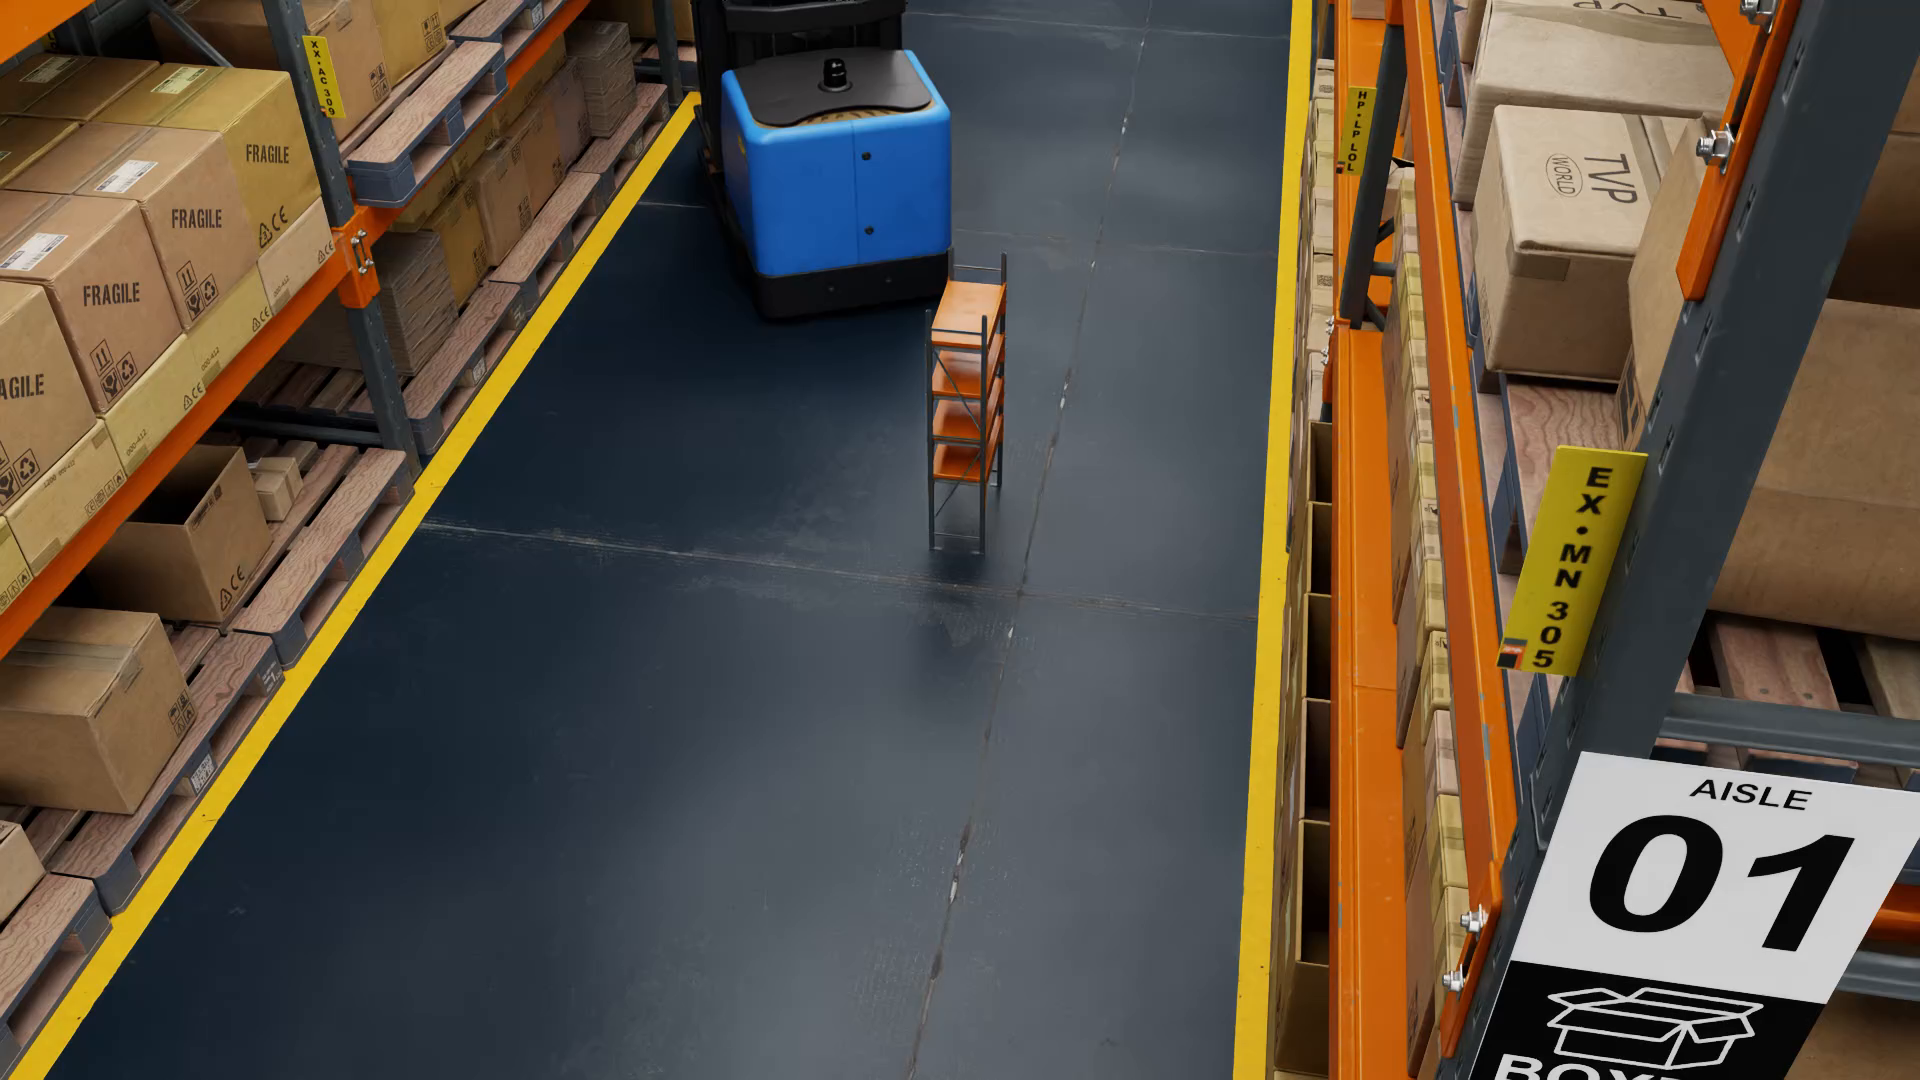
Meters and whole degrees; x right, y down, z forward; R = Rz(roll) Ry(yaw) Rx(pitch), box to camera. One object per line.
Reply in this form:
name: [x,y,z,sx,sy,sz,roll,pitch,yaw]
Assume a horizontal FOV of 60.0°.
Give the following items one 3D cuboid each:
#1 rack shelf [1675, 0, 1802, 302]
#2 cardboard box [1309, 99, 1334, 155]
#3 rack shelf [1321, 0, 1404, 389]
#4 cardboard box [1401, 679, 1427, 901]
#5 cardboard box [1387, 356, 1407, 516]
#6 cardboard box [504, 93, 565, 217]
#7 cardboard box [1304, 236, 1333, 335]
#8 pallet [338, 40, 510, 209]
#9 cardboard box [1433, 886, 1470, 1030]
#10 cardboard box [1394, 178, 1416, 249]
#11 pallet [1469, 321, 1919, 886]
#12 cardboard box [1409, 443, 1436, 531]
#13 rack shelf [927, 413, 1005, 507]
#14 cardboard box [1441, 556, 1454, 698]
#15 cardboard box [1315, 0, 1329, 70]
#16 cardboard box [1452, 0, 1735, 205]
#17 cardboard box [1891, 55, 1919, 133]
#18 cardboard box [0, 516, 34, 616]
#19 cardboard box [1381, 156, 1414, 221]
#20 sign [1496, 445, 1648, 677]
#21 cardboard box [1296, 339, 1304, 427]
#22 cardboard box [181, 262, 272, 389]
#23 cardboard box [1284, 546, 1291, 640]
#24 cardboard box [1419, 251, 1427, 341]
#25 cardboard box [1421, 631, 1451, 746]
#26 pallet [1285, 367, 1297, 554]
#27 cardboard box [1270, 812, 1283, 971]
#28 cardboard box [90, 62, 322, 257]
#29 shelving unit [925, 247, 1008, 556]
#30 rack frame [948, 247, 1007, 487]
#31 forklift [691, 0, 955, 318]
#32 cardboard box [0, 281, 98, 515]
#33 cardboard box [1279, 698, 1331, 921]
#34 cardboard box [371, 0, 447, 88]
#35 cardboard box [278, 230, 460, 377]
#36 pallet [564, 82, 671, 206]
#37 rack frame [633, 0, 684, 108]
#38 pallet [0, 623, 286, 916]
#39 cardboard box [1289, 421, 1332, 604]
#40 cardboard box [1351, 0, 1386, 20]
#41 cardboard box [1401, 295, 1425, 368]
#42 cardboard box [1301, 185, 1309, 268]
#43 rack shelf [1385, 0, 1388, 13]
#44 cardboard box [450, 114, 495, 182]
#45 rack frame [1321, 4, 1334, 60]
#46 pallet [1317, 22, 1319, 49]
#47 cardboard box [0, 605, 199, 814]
rack shelf: [1.565,-1.570,2.965,1.077,0.370,4.000,6,40,8]
cardboard box: [2.141,-2.146,8.880,0.500,0.311,0.500,5,40,7]
rack shelf: [2.257,-1.922,7.786,1.077,0.370,4.000,6,40,8]
cardboard box: [1.490,0.595,4.098,0.700,0.500,0.500,7,40,8]
cardboard box: [1.756,-0.372,5.268,0.700,0.500,0.500,6,40,7]
cardboard box: [-2.611,-2.122,9.079,0.700,0.500,0.500,6,40,7]
cardboard box: [1.872,-1.189,7.722,0.500,0.311,0.500,6,40,8]
pallet: [-2.693,-1.878,7.318,1.003,0.211,1.213,6,40,8]
cardboard box: [1.142,0.852,3.278,0.380,0.149,0.250,7,40,9]
cardboard box: [1.674,-1.086,5.622,0.380,0.149,0.250,6,40,8]
pallet: [1.367,0.003,2.608,1.003,0.211,1.213,6,40,8]
cardboard box: [1.410,-0.113,4.445,0.380,0.149,0.250,6,40,7]
rack shelf: [0.029,-0.361,7.163,0.258,0.148,0.480,6,40,8]
cardboard box: [1.494,0.055,3.732,0.700,0.500,0.500,7,40,8]
cardboard box: [2.534,-3.274,10.472,0.500,0.500,0.500,8,40,9]
cardboard box: [1.255,-0.872,3.228,0.500,0.311,0.500,11,41,13]
cardboard box: [1.776,-0.857,3.060,0.500,0.500,0.500,6,40,8]
cardboard box: [-3.093,0.154,4.811,0.500,0.250,0.500,6,40,7]
cardboard box: [1.883,-1.465,6.773,0.396,0.266,0.258,5,40,7]
sign: [0.687,0.031,1.872,0.100,0.325,0.005,6,40,8]
cardboard box: [1.787,-0.656,7.518,0.500,0.250,0.500,6,40,7]
cardboard box: [-2.846,-0.796,5.960,0.500,0.250,0.500,7,40,8]
cardboard box: [1.532,0.211,6.469,0.500,0.250,0.500,6,40,8]
cardboard box: [1.755,-0.887,4.872,0.700,0.500,0.500,6,40,8]
cardboard box: [1.276,0.369,3.862,0.380,0.149,0.250,8,40,9]
pallet: [2.000,-0.336,7.491,1.003,0.211,1.213,6,40,8]
cardboard box: [1.269,1.152,5.331,0.500,0.250,0.500,6,40,8]
cardboard box: [-2.745,-1.396,6.098,0.500,0.500,0.500,6,40,8]
shelving unit: [0.029,-0.566,6.993,0.258,1.200,0.503,6,40,8]
rack frame: [0.071,-0.719,7.179,0.240,1.200,0.015,6,40,8]
forklift: [-0.919,-3.214,8.837,1.130,2.935,3.031,-10,41,-12]
cardboard box: [-3.013,-0.441,4.943,0.500,0.500,0.500,8,40,9]
cardboard box: [1.265,0.863,5.093,0.500,0.500,0.500,6,40,8]
cardboard box: [-2.743,-2.362,7.329,0.700,0.500,0.500,10,41,12]
cardboard box: [-2.857,-1.158,7.913,0.700,0.500,0.500,8,40,9]
pallet: [-2.413,-2.434,10.028,1.003,0.211,1.213,6,40,8]
rack frame: [-2.276,-3.999,9.732,1.000,3.000,0.127,6,40,8]
pallet: [-3.258,0.780,6.141,1.003,0.211,1.213,6,40,8]
cardboard box: [1.523,-0.079,6.231,0.500,0.500,0.500,6,40,8]
cardboard box: [2.258,-2.881,8.450,0.500,0.311,0.500,6,40,7]
cardboard box: [1.544,-0.601,5.036,0.380,0.149,0.250,6,40,7]
cardboard box: [2.054,-1.618,8.681,0.500,0.250,0.500,5,40,6]
rack shelf: [2.257,-3.078,6.830,1.077,0.370,4.000,6,40,8]
cardboard box: [-2.698,-2.051,8.405,0.500,0.250,0.500,5,40,6]
rack frame: [2.604,-3.455,9.075,1.000,3.000,0.127,6,40,8]
pallet: [2.983,-3.608,11.448,1.003,0.211,1.213,6,40,8]
cardboard box: [-3.177,0.579,5.812,0.700,0.500,0.500,4,40,5]
